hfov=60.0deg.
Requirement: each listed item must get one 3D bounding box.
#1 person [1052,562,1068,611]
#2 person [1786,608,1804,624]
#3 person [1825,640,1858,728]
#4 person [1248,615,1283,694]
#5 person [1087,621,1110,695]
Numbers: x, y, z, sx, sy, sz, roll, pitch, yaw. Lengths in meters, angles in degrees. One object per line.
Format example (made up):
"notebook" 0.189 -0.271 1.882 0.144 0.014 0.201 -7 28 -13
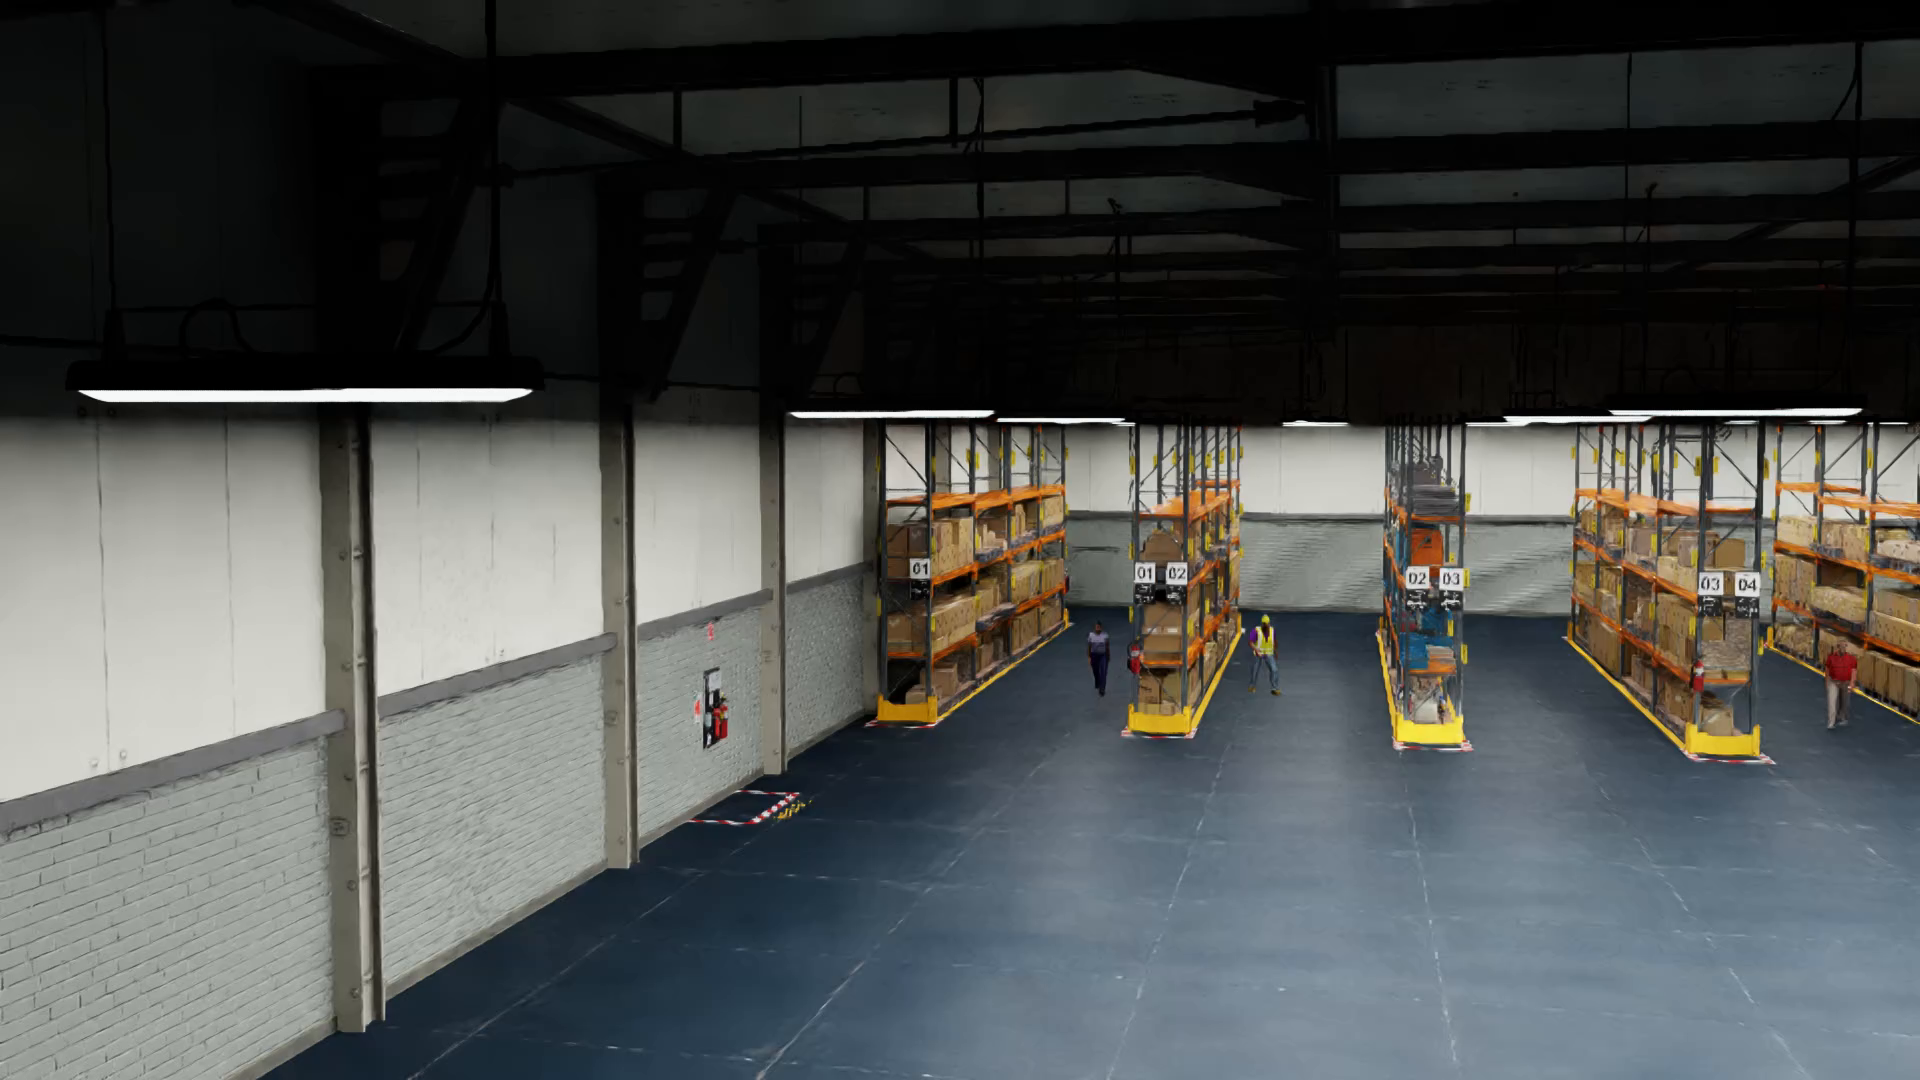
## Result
"person" 3.067 1.395 51.899 0.549 1.653 0.586 -2 4 -25
"person" 22.633 1.801 44.879 0.483 1.746 0.660 -1 4 -19
"person" 16.767 2.735 31.653 0.534 1.657 1.041 2 4 23
"person" 6.526 2.448 35.786 0.700 1.705 0.840 0 4 -4
"person" 2.970 2.505 35.787 0.479 1.567 1.090 1 4 15
